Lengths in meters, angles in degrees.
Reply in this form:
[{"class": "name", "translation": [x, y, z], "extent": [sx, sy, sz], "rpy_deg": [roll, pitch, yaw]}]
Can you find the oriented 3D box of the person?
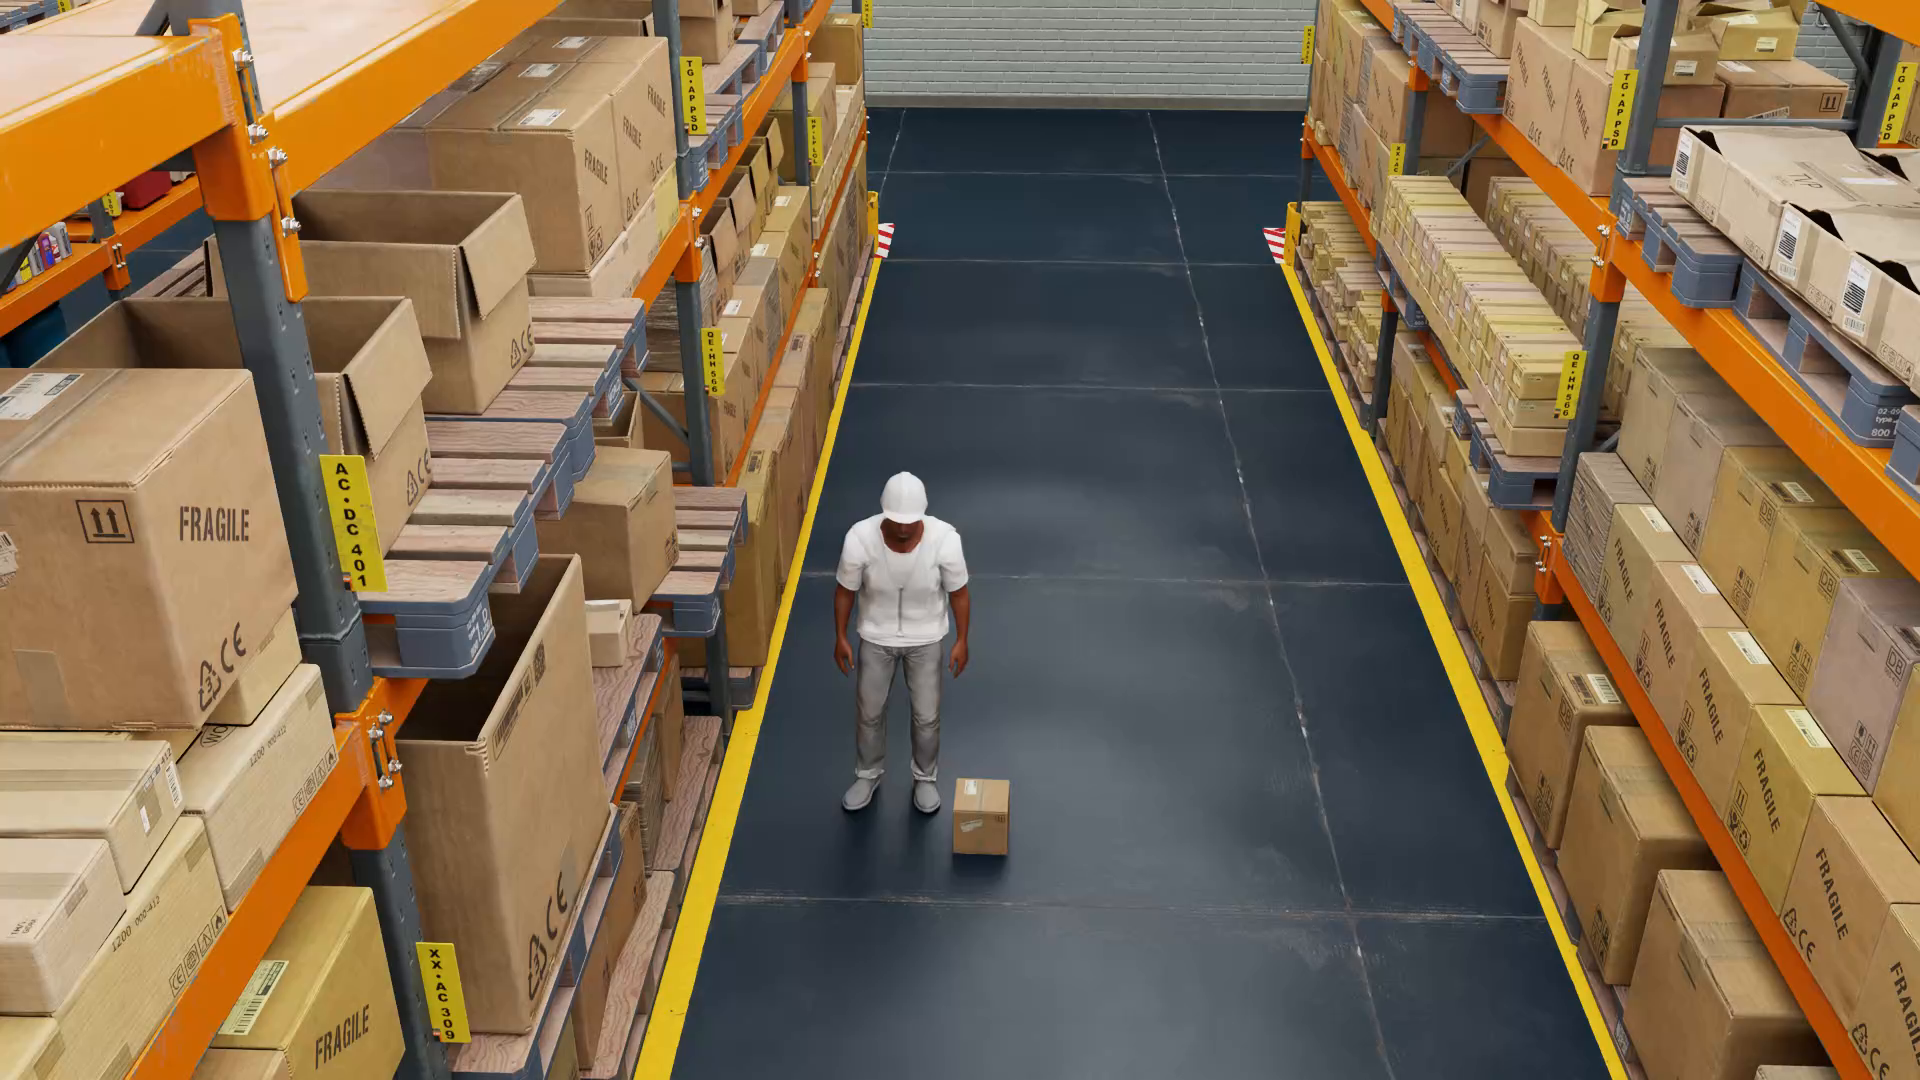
[{"class": "person", "translation": [-0.271, 0.467, 7.718], "extent": [0.633, 1.759, 0.462], "rpy_deg": [1, 28, 1]}]
